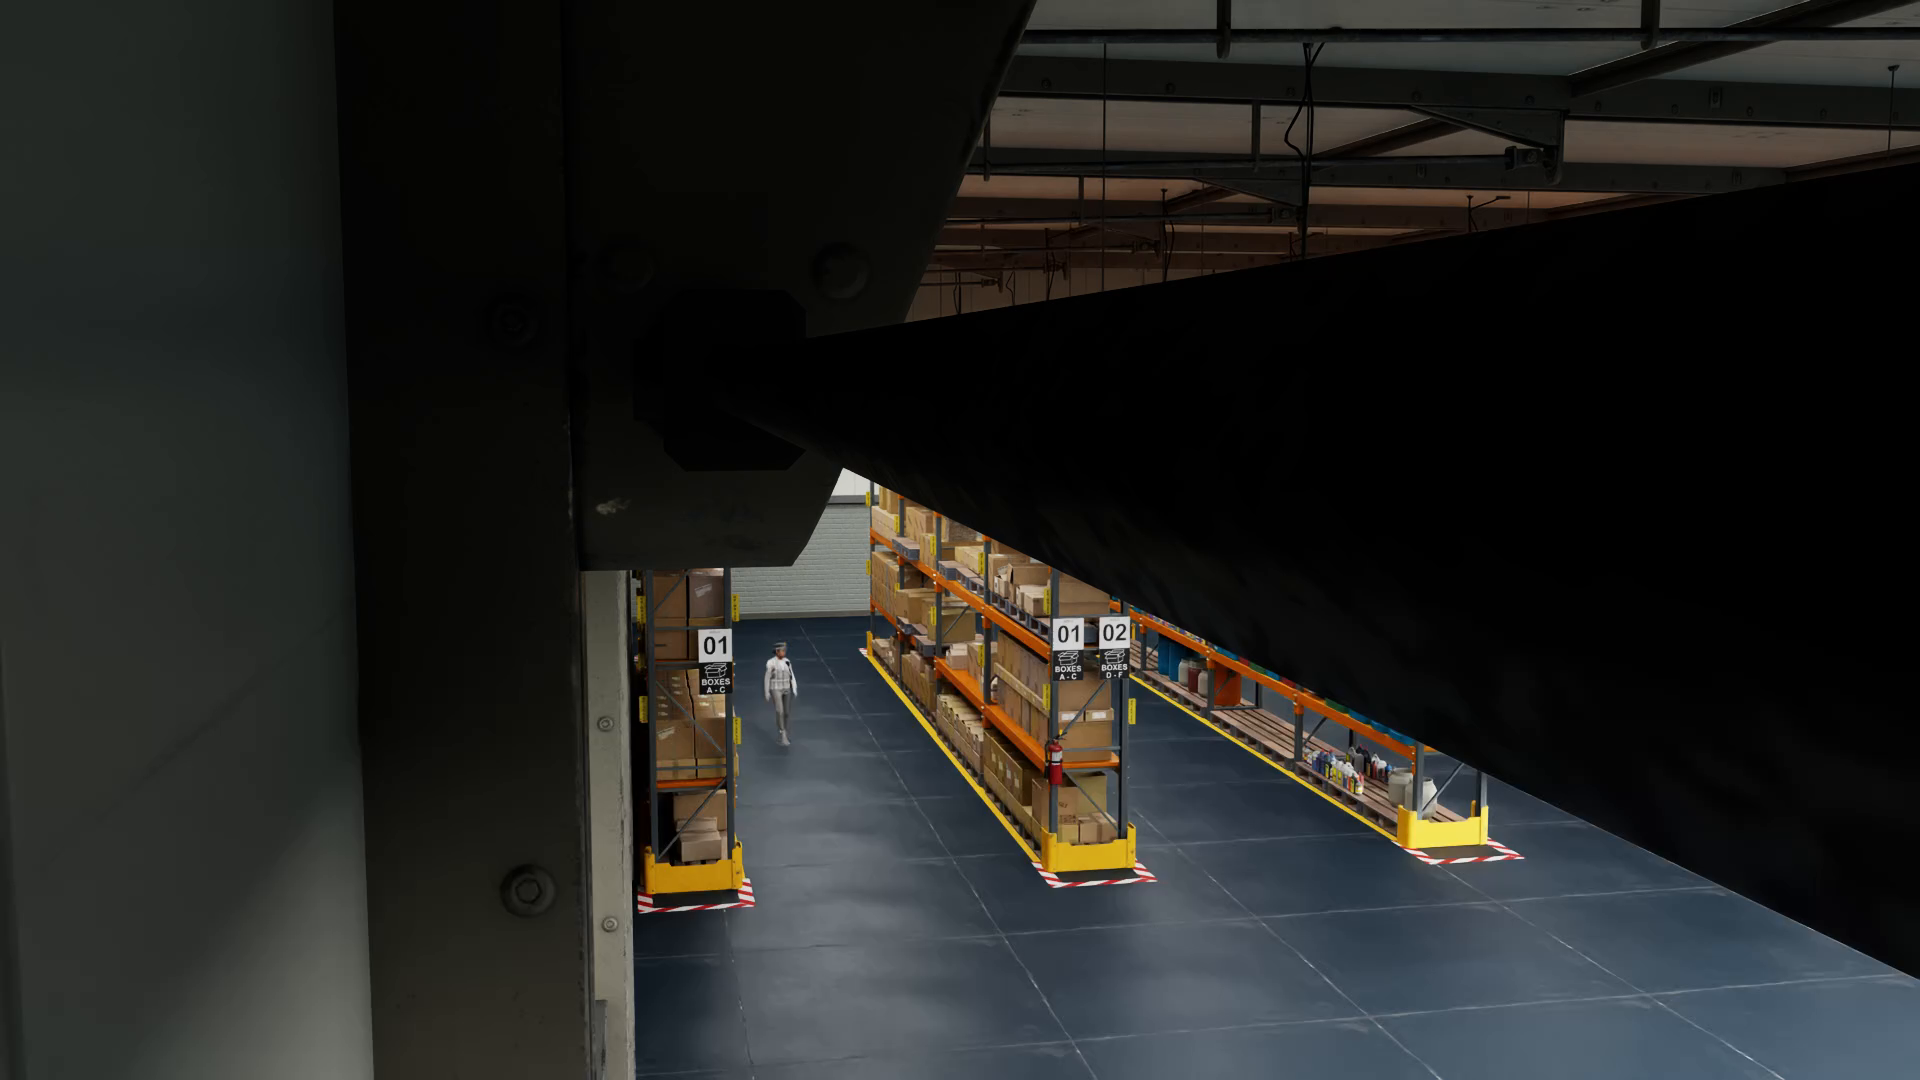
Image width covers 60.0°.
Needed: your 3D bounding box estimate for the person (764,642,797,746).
[{"bbox_3d":[-2.968,2.582,28.123,0.516,1.672,0.723,-4,7,-34],"label":"person"}]
